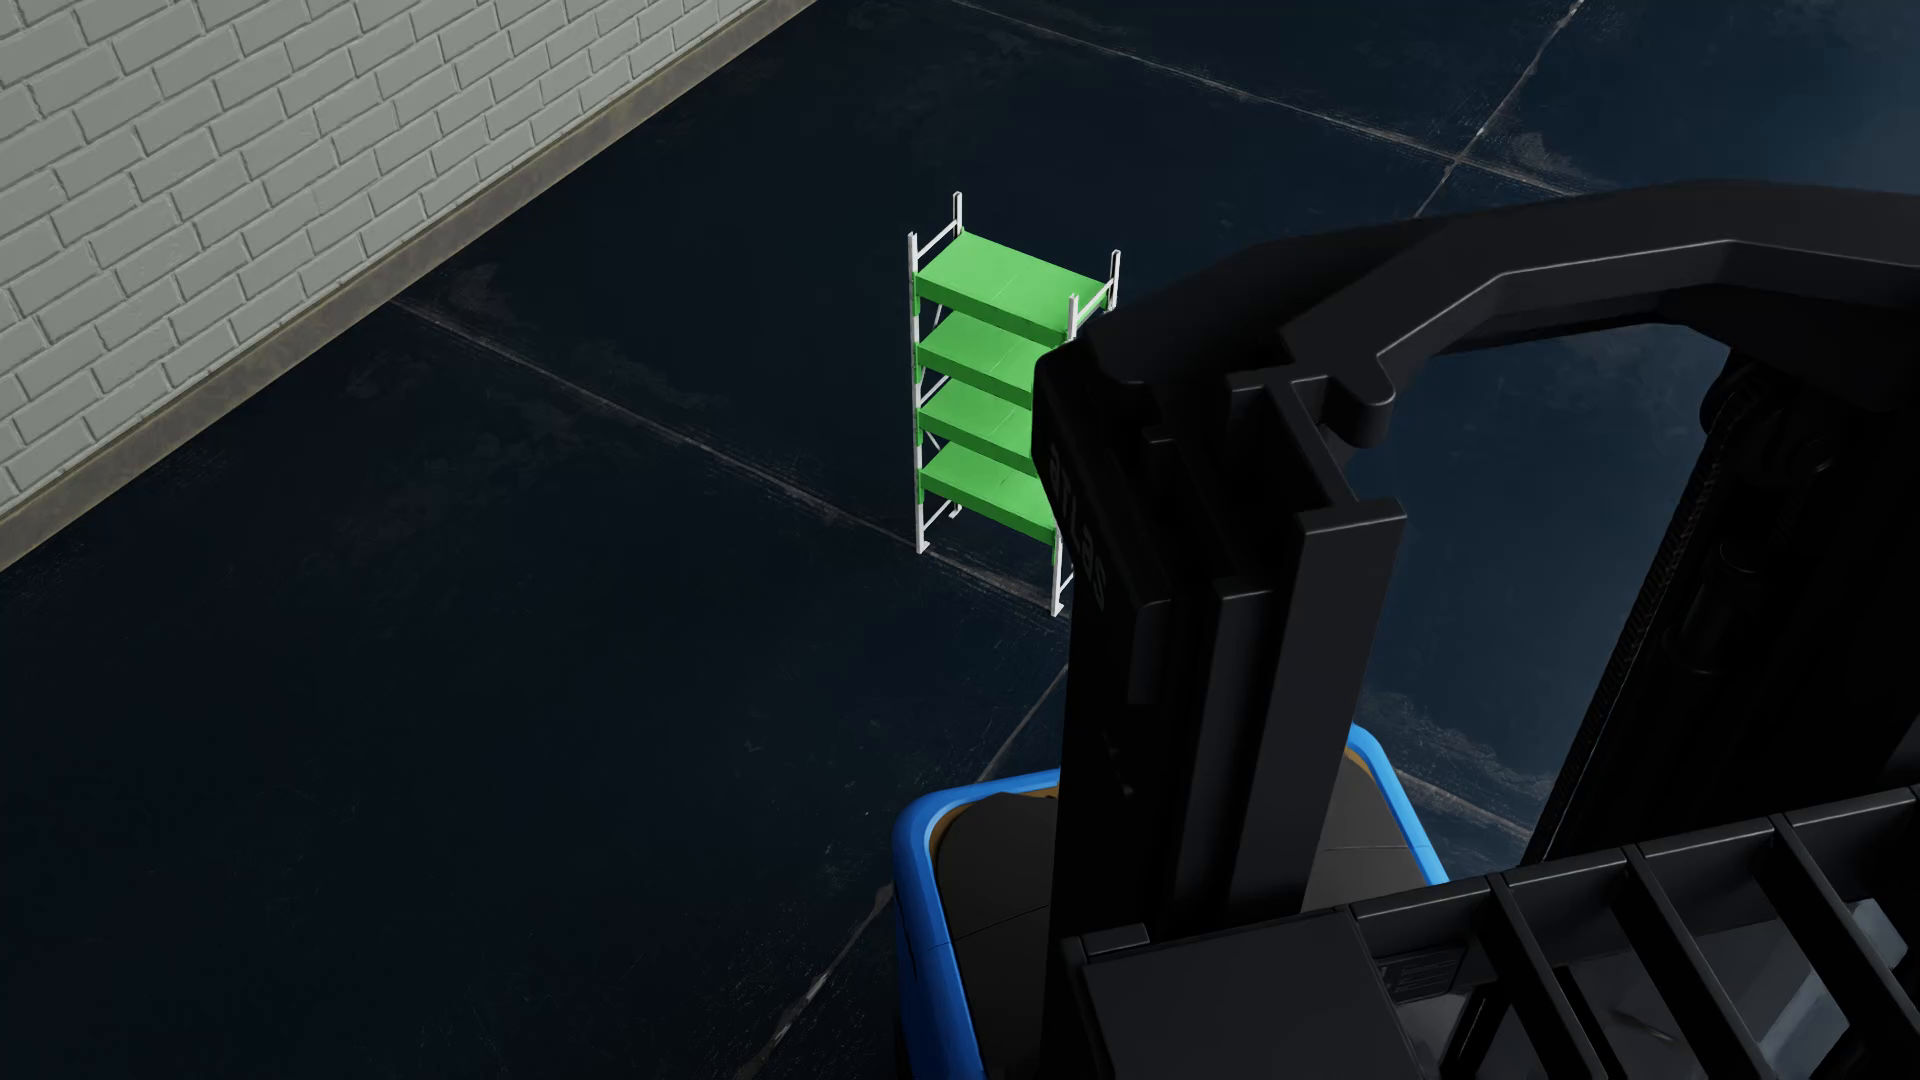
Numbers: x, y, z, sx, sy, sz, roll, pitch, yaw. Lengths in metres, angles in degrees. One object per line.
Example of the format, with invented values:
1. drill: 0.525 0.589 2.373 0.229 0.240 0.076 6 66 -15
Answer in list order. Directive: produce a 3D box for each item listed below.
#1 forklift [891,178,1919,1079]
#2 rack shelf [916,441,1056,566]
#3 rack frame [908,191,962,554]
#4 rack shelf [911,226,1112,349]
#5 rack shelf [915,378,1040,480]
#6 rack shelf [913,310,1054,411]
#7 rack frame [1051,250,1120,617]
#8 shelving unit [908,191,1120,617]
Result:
1. forklift: 0.682 1.188 2.052 1.130 2.935 3.031 -9 47 -9
2. rack shelf: 0.139 -0.142 4.975 0.480 0.148 0.258 25 51 22
3. rack frame: -0.066 -0.449 4.849 0.015 1.200 0.240 25 51 22
4. rack shelf: 0.139 -0.644 4.459 0.480 0.148 0.258 25 51 22
5. rack shelf: 0.139 -0.310 4.803 0.480 0.148 0.258 25 51 22
6. rack shelf: 0.139 -0.477 4.631 0.480 0.148 0.258 25 51 22
7. rack frame: 0.345 -0.260 4.666 0.015 1.200 0.240 25 51 22
8. shelving unit: 0.139 -0.354 4.757 0.503 1.200 0.258 25 51 22
